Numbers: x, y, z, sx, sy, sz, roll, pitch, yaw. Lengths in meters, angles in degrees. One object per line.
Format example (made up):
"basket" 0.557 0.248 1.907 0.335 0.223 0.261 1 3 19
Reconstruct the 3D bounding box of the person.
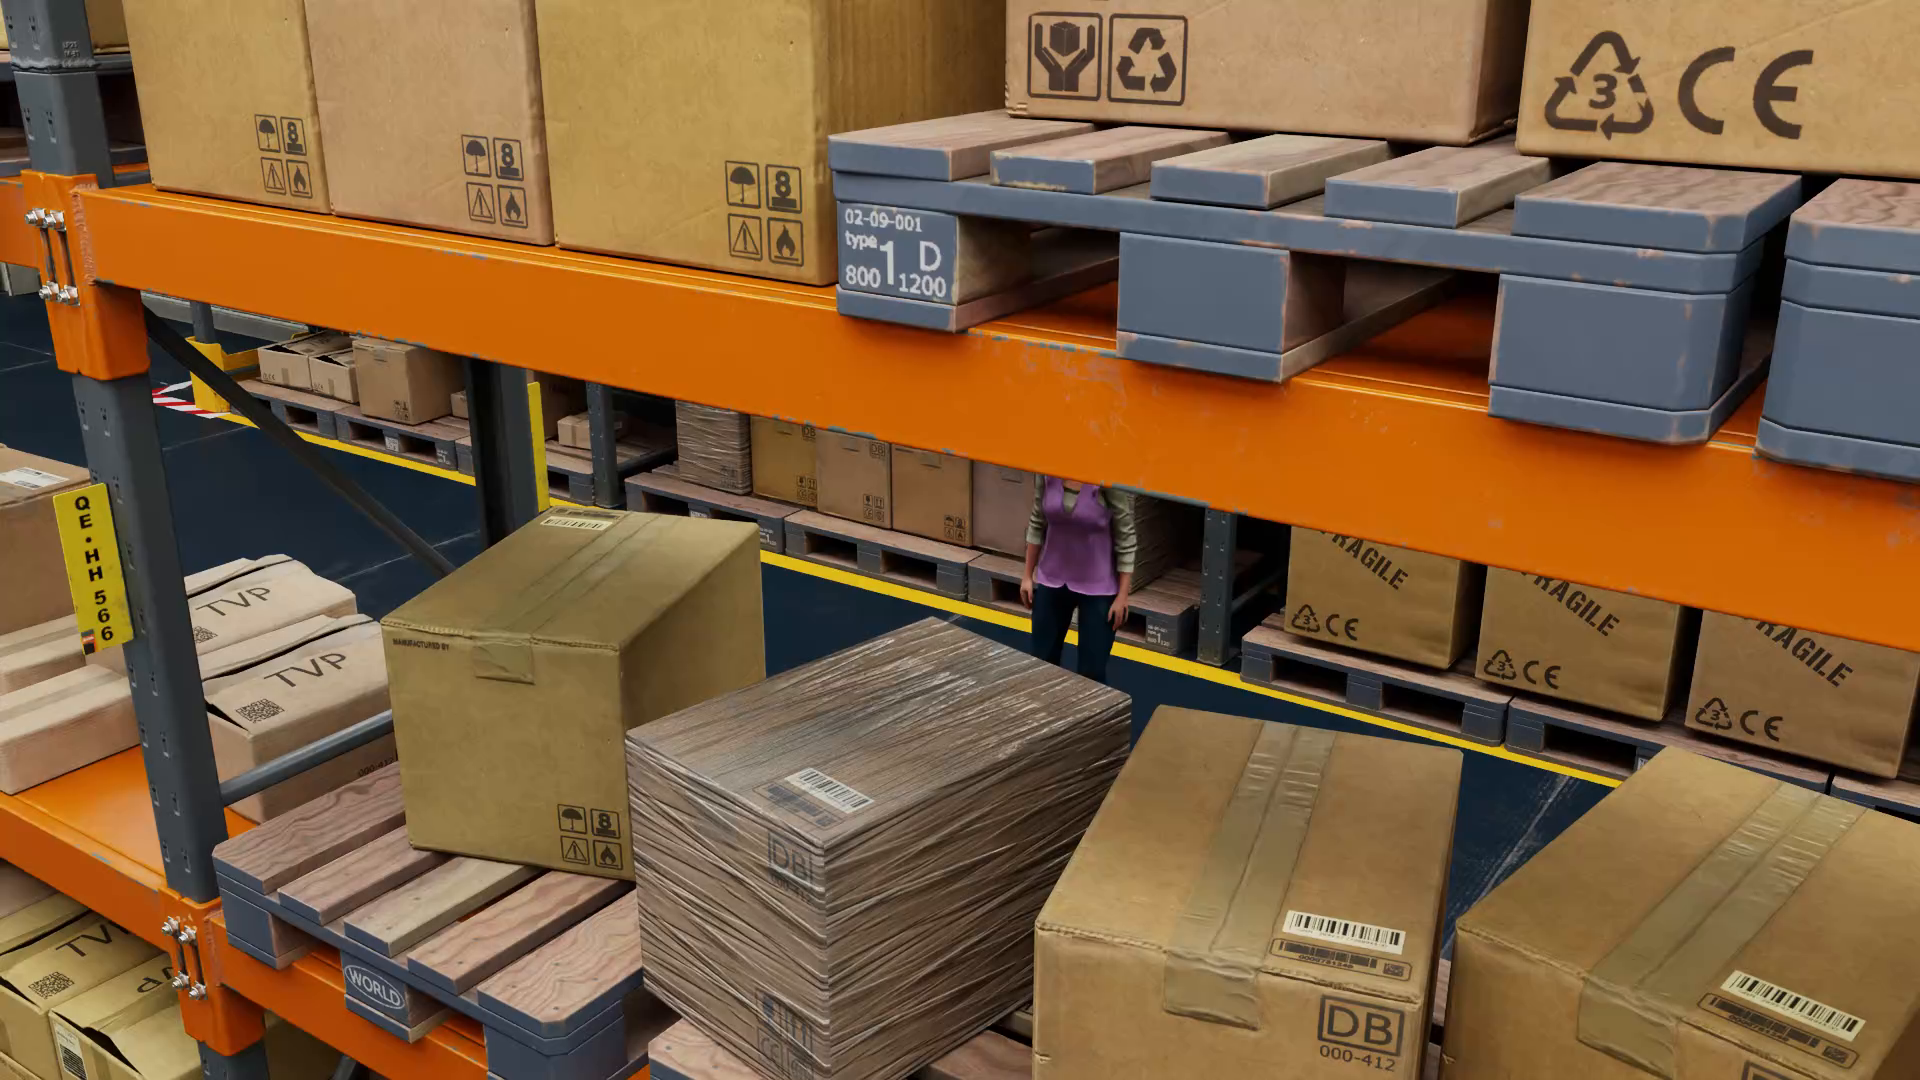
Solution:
"person" 0.455 0.199 6.546 0.485 1.593 0.343 12 23 29
